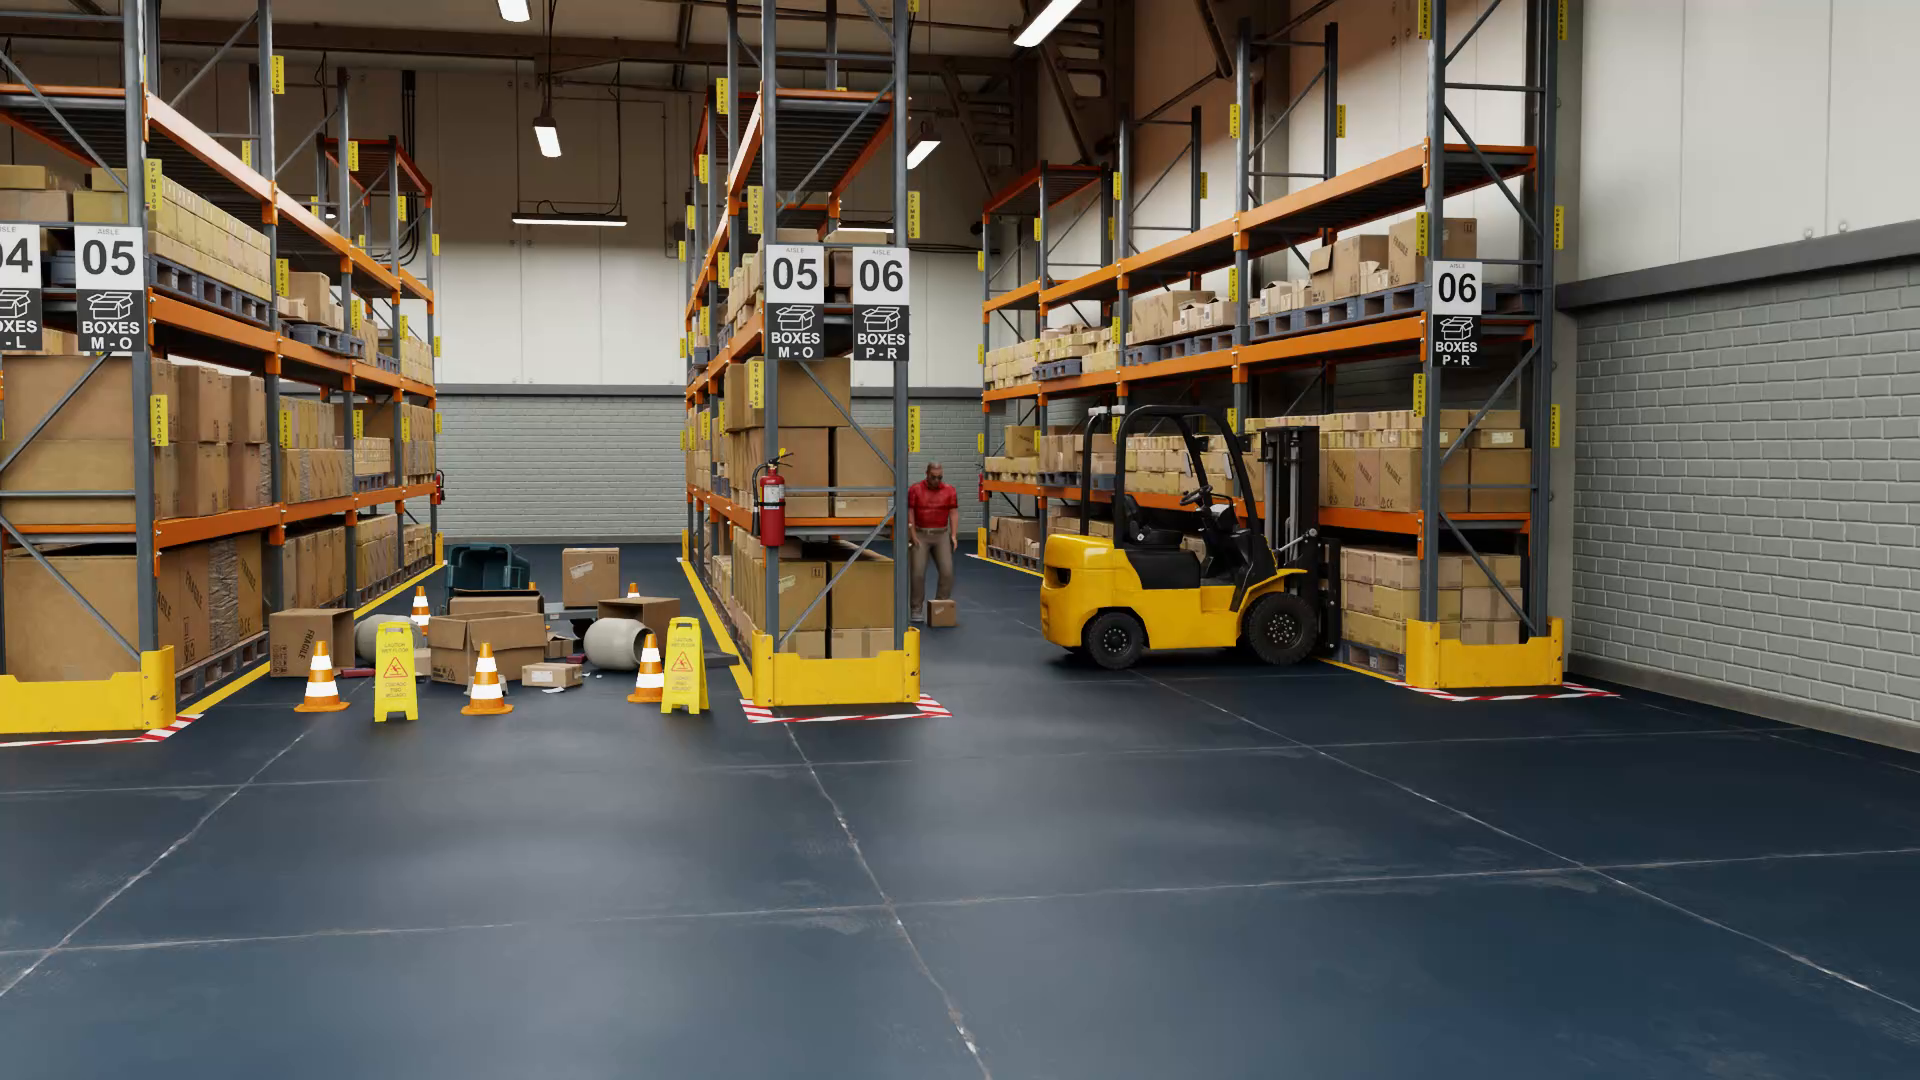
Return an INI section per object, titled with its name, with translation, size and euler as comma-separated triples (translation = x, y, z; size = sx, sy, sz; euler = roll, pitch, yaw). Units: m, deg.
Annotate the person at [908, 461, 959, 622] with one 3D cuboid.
[person]
translation = -0.284, 0.015, 17.516
size = 0.554, 1.684, 0.415
euler = -1, 3, -10
